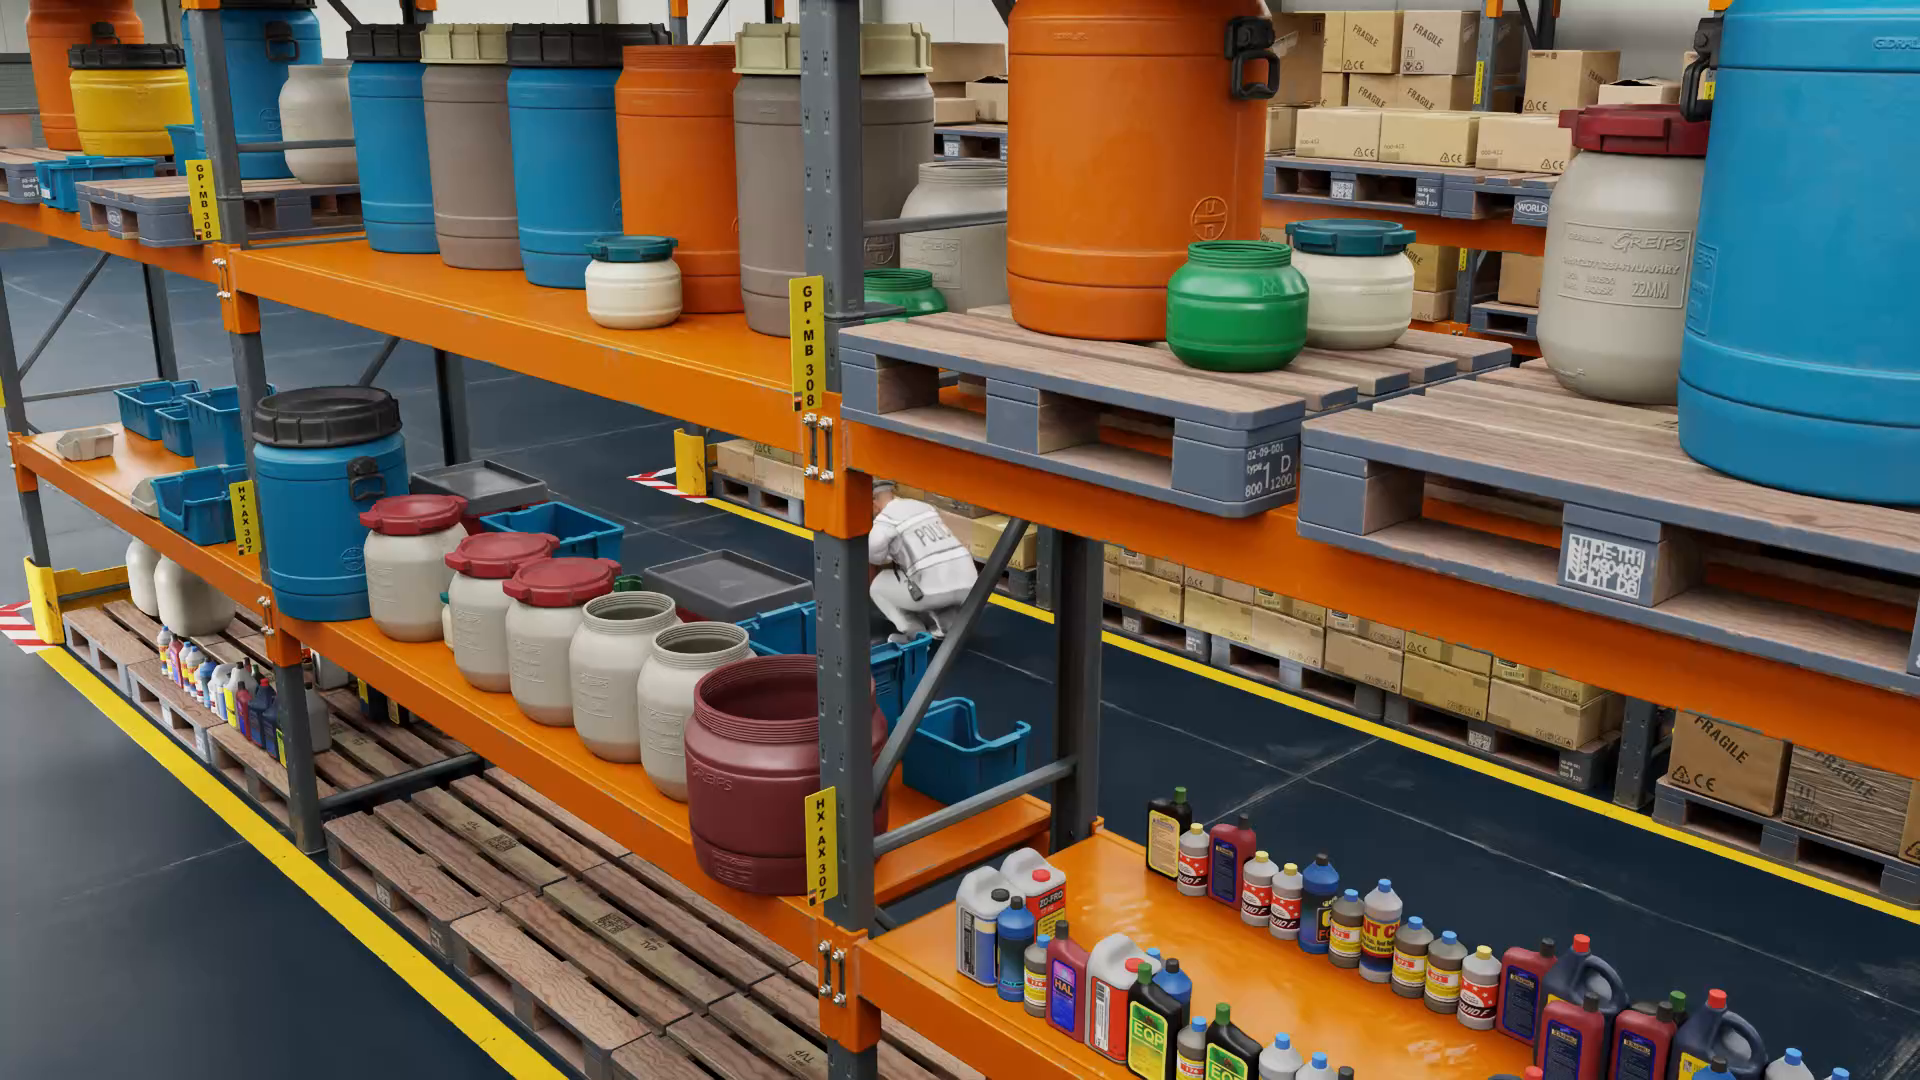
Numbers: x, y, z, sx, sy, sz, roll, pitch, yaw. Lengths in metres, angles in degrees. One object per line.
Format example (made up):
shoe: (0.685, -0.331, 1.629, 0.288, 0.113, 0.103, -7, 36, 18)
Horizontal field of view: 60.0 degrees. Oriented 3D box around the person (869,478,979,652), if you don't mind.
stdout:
person: (-0.292, 0.161, 10.331, 0.542, 0.991, 0.904, -14, 22, -39)
